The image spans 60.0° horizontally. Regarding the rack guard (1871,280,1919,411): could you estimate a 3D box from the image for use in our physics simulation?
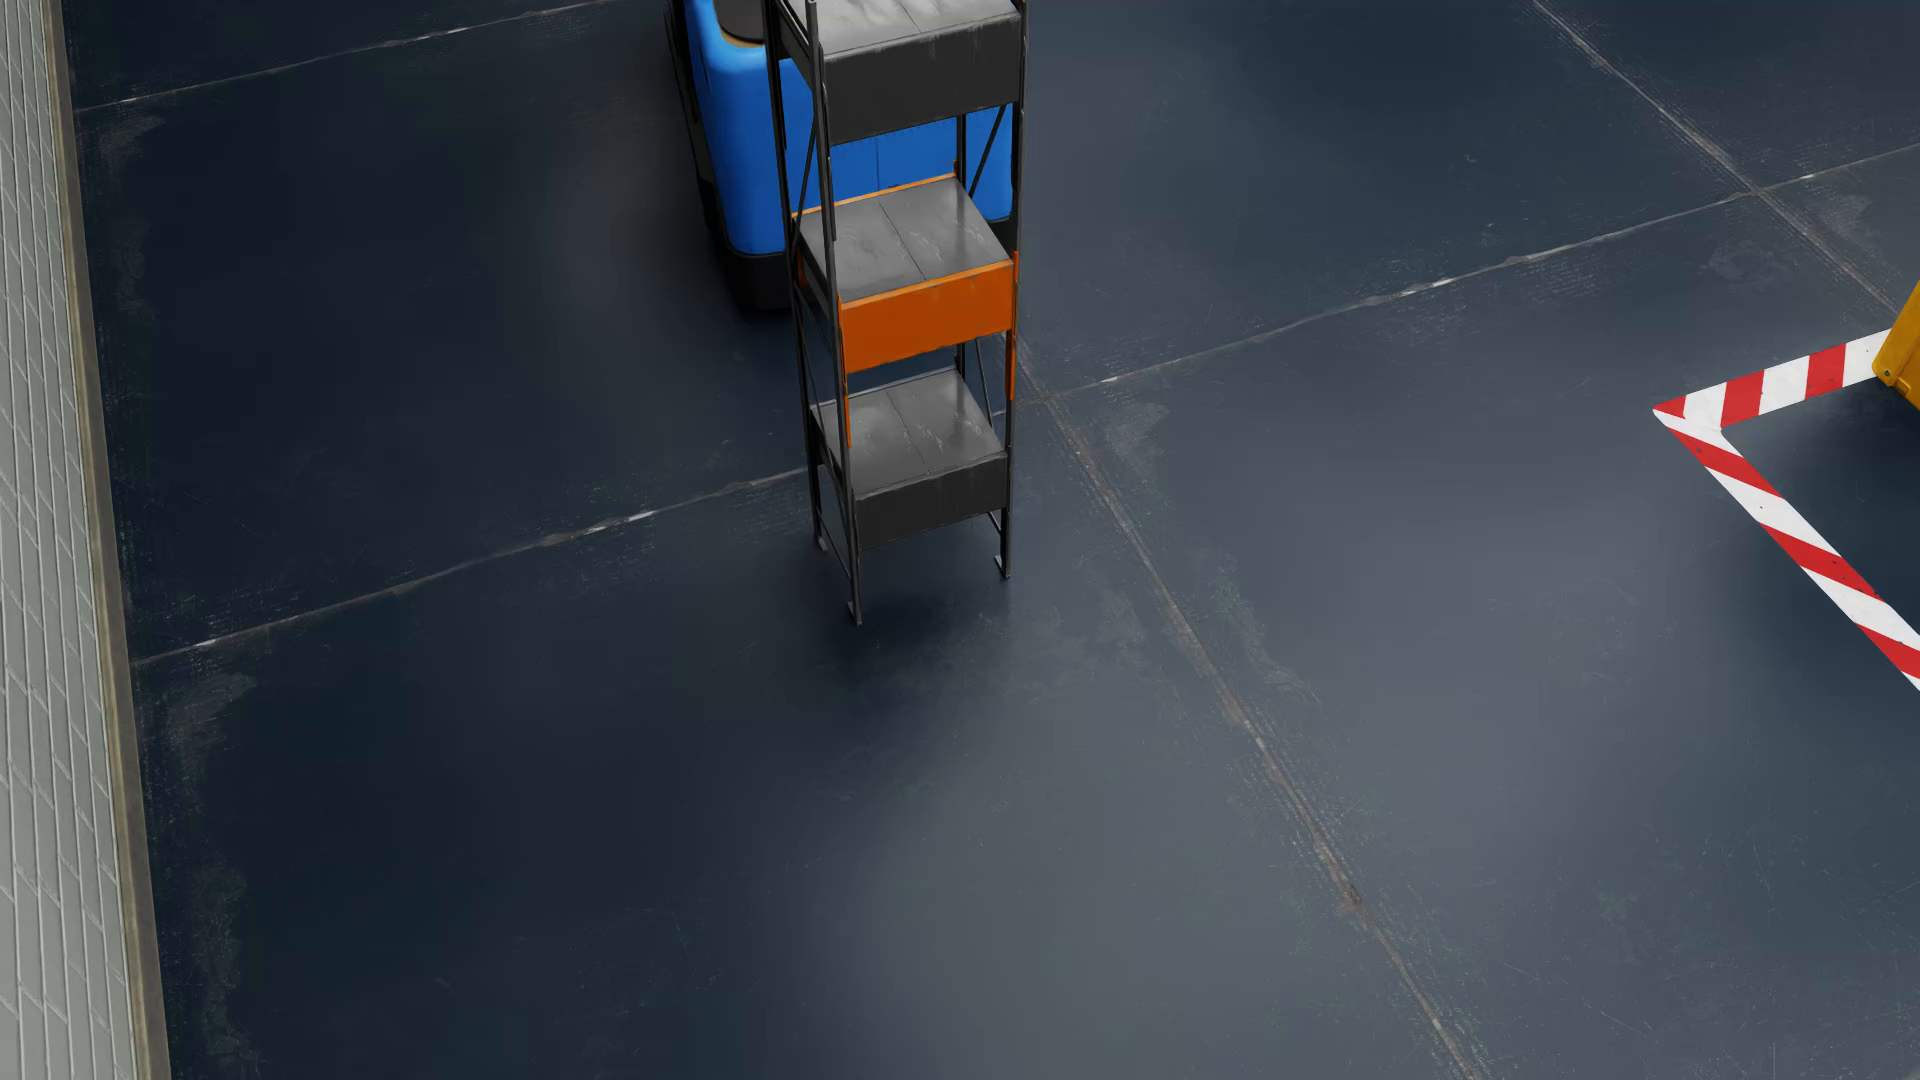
[{"bbox_3d":[3.517,-0.415,5.277,0.348,0.500,1.175,-17,52,-14],"label":"rack guard"}]

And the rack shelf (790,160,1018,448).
[{"bbox_3d":[-0.153,-0.628,4.423,0.480,0.518,0.431,-17,52,-14],"label":"rack shelf"}]

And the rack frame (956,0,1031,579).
[{"bbox_3d":[0.073,-0.707,4.473,0.015,2.100,0.400,-17,52,-14],"label":"rack frame"}]

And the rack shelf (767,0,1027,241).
[{"bbox_3d":[-0.153,-1.084,3.892,0.480,0.518,0.431,-17,52,-14],"label":"rack shelf"}]

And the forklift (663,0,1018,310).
[{"bbox_3d":[-0.616,-2.908,5.815,1.130,2.935,3.031,-10,50,-9],"label":"forklift"}]

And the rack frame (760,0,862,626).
[{"bbox_3d":[-0.379,-0.567,4.353,0.015,2.100,0.400,-17,52,-14],"label":"rack frame"}]

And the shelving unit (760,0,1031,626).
[{"bbox_3d":[-0.153,-0.637,4.413,0.503,2.100,0.431,-17,52,-14],"label":"shelving unit"}]

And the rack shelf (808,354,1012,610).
[{"bbox_3d":[-0.153,-0.172,4.954,0.480,0.518,0.431,-17,52,-14],"label":"rack shelf"}]
